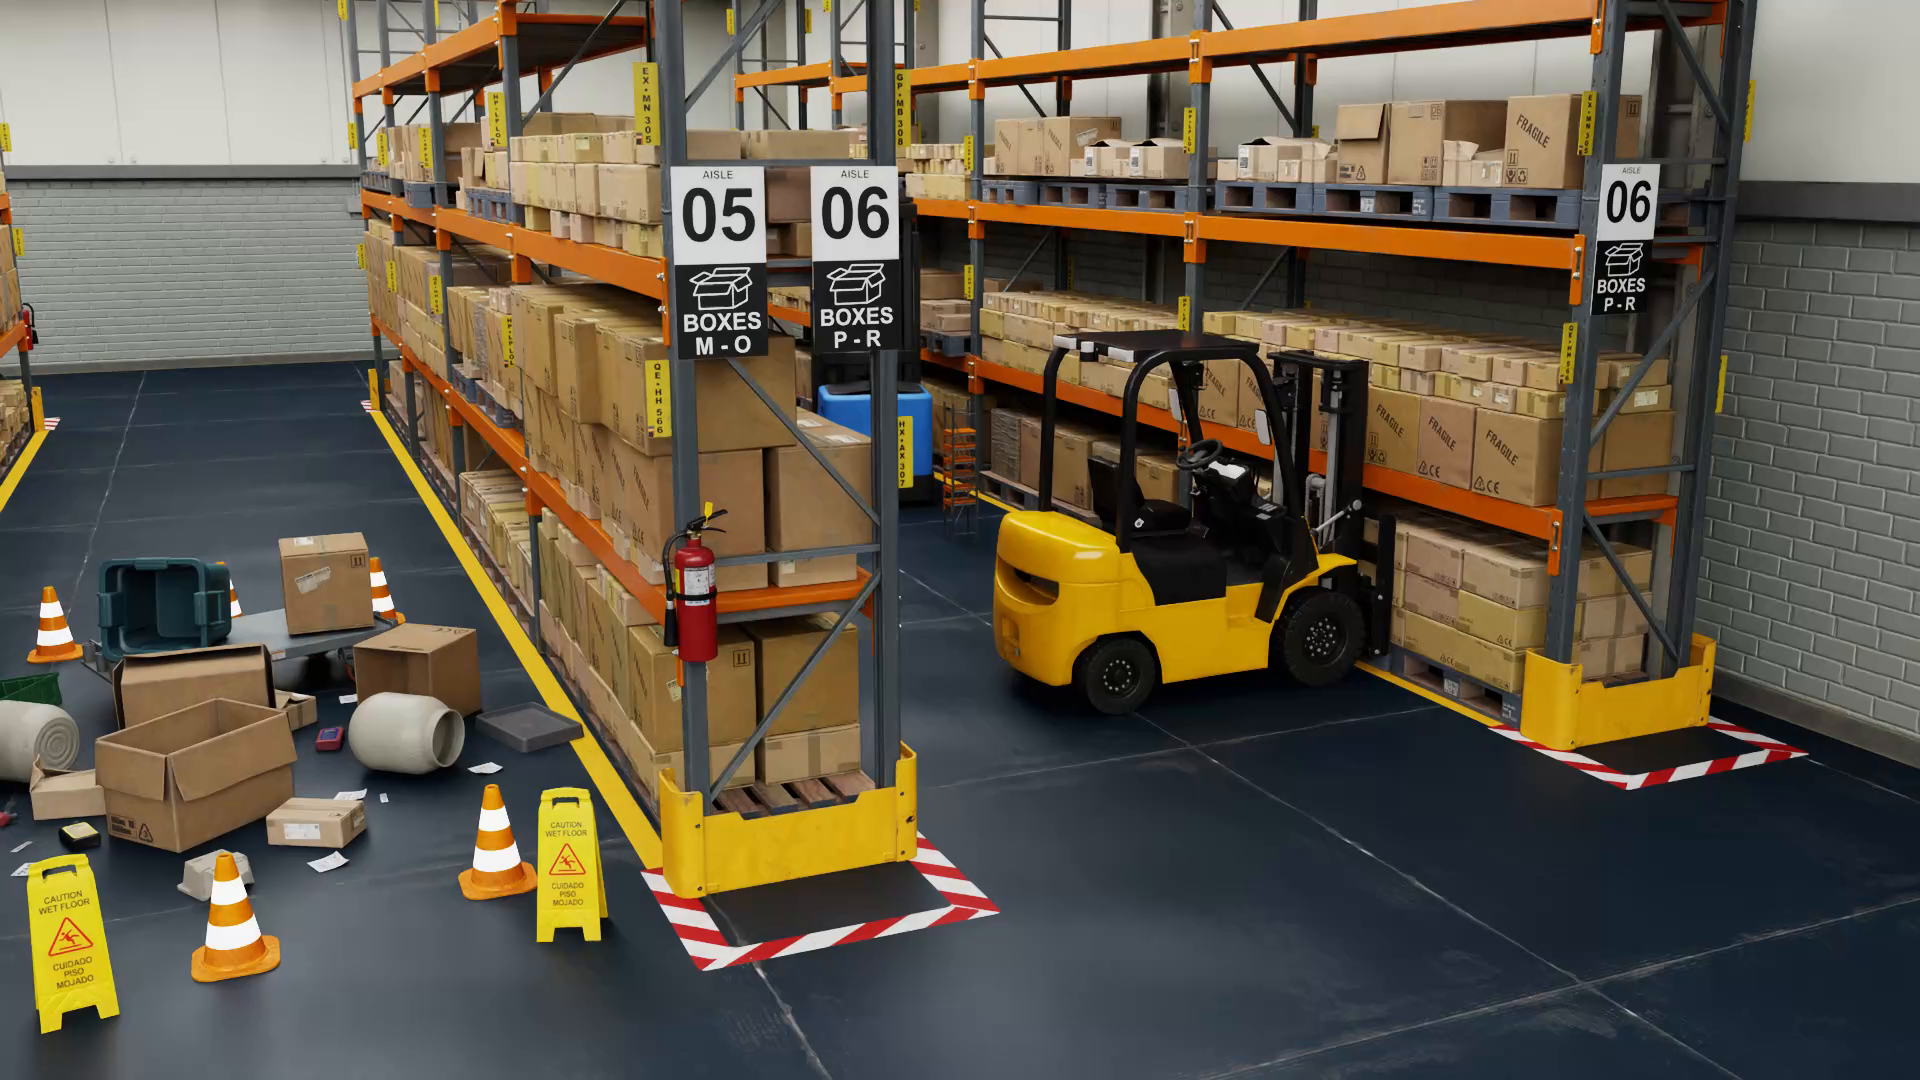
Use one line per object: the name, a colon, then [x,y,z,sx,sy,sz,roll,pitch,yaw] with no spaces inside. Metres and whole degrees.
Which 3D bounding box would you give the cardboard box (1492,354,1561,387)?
cardboard box: [3.326,-0.987,9.661,0.380,0.149,0.250,-6,14,-23]

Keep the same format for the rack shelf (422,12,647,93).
rack shelf: [-3.160,-3.542,12.198,1.077,0.370,4.000,-6,14,-23]

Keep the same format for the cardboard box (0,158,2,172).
cardboard box: [-11.244,-4.322,18.964,0.500,0.250,0.500,-6,14,-25]

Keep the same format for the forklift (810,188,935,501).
forklift: [-0.972,-2.054,16.746,1.130,2.935,3.031,-2,13,-8]

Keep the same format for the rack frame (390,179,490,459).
rack frame: [-5.564,-2.404,18.105,1.000,3.000,0.127,-6,14,-23]

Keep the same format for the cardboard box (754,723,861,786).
cardboard box: [-0.827,1.019,8.483,0.500,0.250,0.500,-6,14,-23]

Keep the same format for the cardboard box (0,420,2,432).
cardboard box: [-10.419,-1.207,17.663,0.380,0.149,0.250,-5,14,-20]

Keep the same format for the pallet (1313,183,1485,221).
pallet: [3.038,-2.193,10.737,1.003,0.211,1.213,-6,14,-23]

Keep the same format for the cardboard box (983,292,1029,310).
cardboard box: [0.443,-2.299,15.991,0.380,0.149,0.250,-5,14,-21]

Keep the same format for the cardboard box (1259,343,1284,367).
cardboard box: [2.340,-1.313,11.731,0.380,0.149,0.250,-5,14,-22]

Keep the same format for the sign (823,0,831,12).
sign: [-1.522,-6.224,19.059,0.100,0.325,0.005,-6,14,-23]

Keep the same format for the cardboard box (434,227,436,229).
cardboard box: [-5.711,-3.445,18.725,0.380,0.149,0.250,-6,14,-24]

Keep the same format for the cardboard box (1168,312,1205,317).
cardboard box: [1.963,-1.820,13.920,0.380,0.149,0.250,-6,14,-24]

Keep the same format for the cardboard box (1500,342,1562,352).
cardboard box: [3.573,-1.135,10.302,0.380,0.149,0.250,-6,14,-23]

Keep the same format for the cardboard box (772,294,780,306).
cardboard box: [-2.269,-3.194,22.074,0.380,0.149,0.250,-6,14,-25]

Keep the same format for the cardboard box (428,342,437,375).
cardboard box: [-4.621,-1.690,15.351,0.500,0.250,0.500,-5,14,-22]

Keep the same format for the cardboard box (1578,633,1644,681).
cardboard box: [3.772,0.642,10.111,0.500,0.250,0.500,-6,14,-23]

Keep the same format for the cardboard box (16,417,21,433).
cardboard box: [-10.766,-1.285,18.661,0.380,0.149,0.250,-6,14,-25]

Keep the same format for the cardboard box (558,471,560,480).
cardboard box: [-2.244,-0.435,10.155,0.380,0.149,0.250,-6,14,-23]

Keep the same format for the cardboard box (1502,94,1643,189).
cardboard box: [3.389,-2.207,9.225,0.500,0.500,0.500,-5,14,-21]

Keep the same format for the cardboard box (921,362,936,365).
cardboard box: [-0.390,-2.003,19.544,0.380,0.149,0.250,-5,14,-22]

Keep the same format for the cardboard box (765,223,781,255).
cardboard box: [-0.779,-1.408,7.705,0.380,0.149,0.250,-6,14,-25]

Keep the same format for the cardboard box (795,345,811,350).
cardboard box: [-2.155,-2.351,22.489,0.700,0.500,0.500,-5,14,-21]

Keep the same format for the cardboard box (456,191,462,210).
cardboard box: [-3.991,-2.836,13.877,0.380,0.149,0.250,-6,14,-23]

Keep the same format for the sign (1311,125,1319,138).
sign: [2.695,-3.003,12.716,0.100,0.325,0.005,-6,14,-23]

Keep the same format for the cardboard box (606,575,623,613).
cardboard box: [-1.623,0.265,8.638,0.380,0.149,0.250,-5,14,-22]

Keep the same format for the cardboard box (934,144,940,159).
cardboard box: [-0.048,-3.969,17.003,0.380,0.149,0.250,-6,14,-24]

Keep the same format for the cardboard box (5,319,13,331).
cardboard box: [-10.969,-2.442,18.828,0.380,0.149,0.250,-5,14,-21]

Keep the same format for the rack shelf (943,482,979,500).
rack shelf: [0.006,-0.421,14.259,0.258,0.103,0.180,-6,14,-23]

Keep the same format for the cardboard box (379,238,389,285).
cardboard box: [-6.414,-3.222,19.201,0.500,0.500,0.500,-5,14,-22]

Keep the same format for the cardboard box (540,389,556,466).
cardboard box: [-2.216,-0.727,9.978,0.500,0.500,0.500,-6,14,-23]

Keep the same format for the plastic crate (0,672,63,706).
plastic crate: [-5.584,0.976,9.608,0.450,0.188,0.662,-8,12,8]

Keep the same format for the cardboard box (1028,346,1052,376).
cardboard box: [0.949,-1.630,15.092,0.500,0.250,0.500,-6,14,-25]

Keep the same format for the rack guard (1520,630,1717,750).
rack guard: [3.799,0.849,9.594,1.175,0.500,0.348,-6,14,-23]

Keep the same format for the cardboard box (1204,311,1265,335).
cardboard box: [2.043,-1.617,12.386,0.380,0.149,0.250,-5,14,-22]

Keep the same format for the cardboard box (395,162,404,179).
cardboard box: [-5.378,-3.663,16.479,0.380,0.166,0.250,-7,15,-27]

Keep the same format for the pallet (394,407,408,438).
pallet: [-6.289,-1.462,20.219,1.003,0.211,1.213,-6,14,-23]

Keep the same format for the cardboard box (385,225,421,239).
cardboard box: [-6.433,-3.561,19.224,0.380,0.149,0.250,-6,14,-24]

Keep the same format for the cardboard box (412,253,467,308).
cardboard box: [-5.010,-2.510,16.125,0.500,0.500,0.500,-6,14,-24]

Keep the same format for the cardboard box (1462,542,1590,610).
cardboard box: [3.319,0.207,9.772,0.500,0.250,0.500,-5,14,-21]

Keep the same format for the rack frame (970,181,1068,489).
rack frame: [0.585,-2.027,16.474,1.000,3.000,0.127,-6,14,-23]

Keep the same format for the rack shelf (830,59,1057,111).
rack shelf: [-0.216,-4.817,17.710,1.077,0.370,4.000,-6,14,-23]

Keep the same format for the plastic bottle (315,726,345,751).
plastic bottle: [-3.561,1.116,9.411,0.133,0.061,0.283,-3,13,-13]

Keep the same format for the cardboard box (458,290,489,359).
cardboard box: [-3.778,-1.755,13.487,0.500,0.500,0.500,-5,14,-20]

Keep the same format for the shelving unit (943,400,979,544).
shelving unit: [0.006,-0.582,14.222,0.258,1.200,0.189,-6,14,-23]

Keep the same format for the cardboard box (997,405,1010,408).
cardboard box: [0.673,-1.126,17.195,0.500,0.500,0.500,-5,14,-21]

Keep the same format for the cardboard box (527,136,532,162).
cardboard box: [-2.304,-2.278,9.695,0.380,0.149,0.250,-6,14,-25]

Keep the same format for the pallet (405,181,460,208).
pallet: [-4.268,-3.075,14.771,1.213,0.211,1.003,-5,14,-20]

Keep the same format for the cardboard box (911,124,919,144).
cardboard box: [-0.696,-4.684,19.127,0.396,0.266,0.258,-6,14,-23]

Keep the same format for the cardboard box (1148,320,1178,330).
cardboard box: [1.727,-1.667,13.261,0.380,0.149,0.250,-6,14,-24]

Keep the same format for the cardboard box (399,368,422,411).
cardboard box: [-6.436,-1.871,20.553,0.875,0.438,0.875,-5,14,-21]

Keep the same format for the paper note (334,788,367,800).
paper note: [-3.162,1.323,8.613,0.148,0.019,0.142,-1,13,-4]

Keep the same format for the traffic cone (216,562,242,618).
traffic cone: [-5.171,0.385,11.679,0.336,0.463,0.334,-6,14,-23]

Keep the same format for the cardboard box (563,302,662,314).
cardboard box: [-1.729,-1.008,8.975,0.700,0.500,0.500,-6,14,-23]

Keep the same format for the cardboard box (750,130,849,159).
cardboard box: [-0.712,-1.744,7.390,0.380,0.149,0.250,-6,14,-23]
